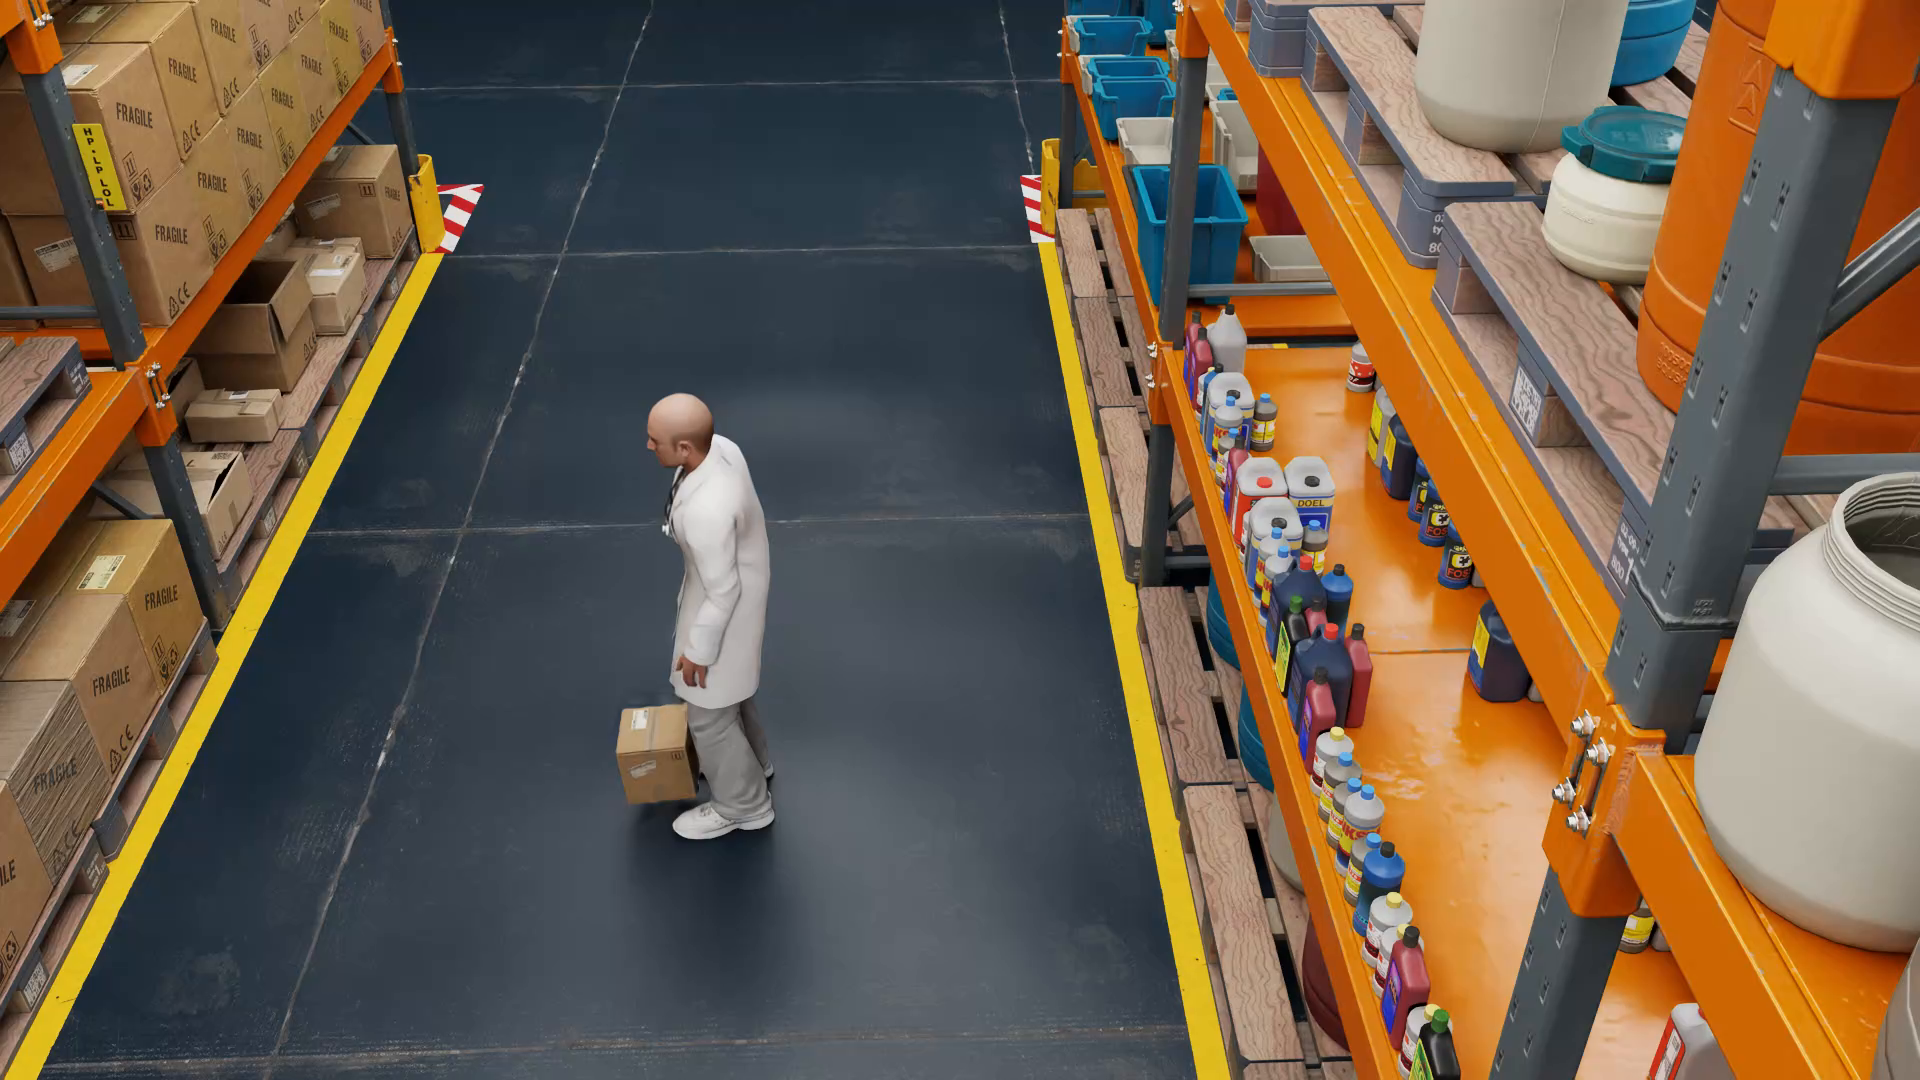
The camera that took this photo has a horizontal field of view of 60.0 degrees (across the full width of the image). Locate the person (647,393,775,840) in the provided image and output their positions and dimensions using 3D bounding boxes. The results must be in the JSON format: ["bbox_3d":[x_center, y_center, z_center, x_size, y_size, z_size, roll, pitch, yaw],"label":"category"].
[{"bbox_3d":[-0.858,0.265,5.776,0.425,1.775,0.606,-3,35,-4],"label":"person"}]
